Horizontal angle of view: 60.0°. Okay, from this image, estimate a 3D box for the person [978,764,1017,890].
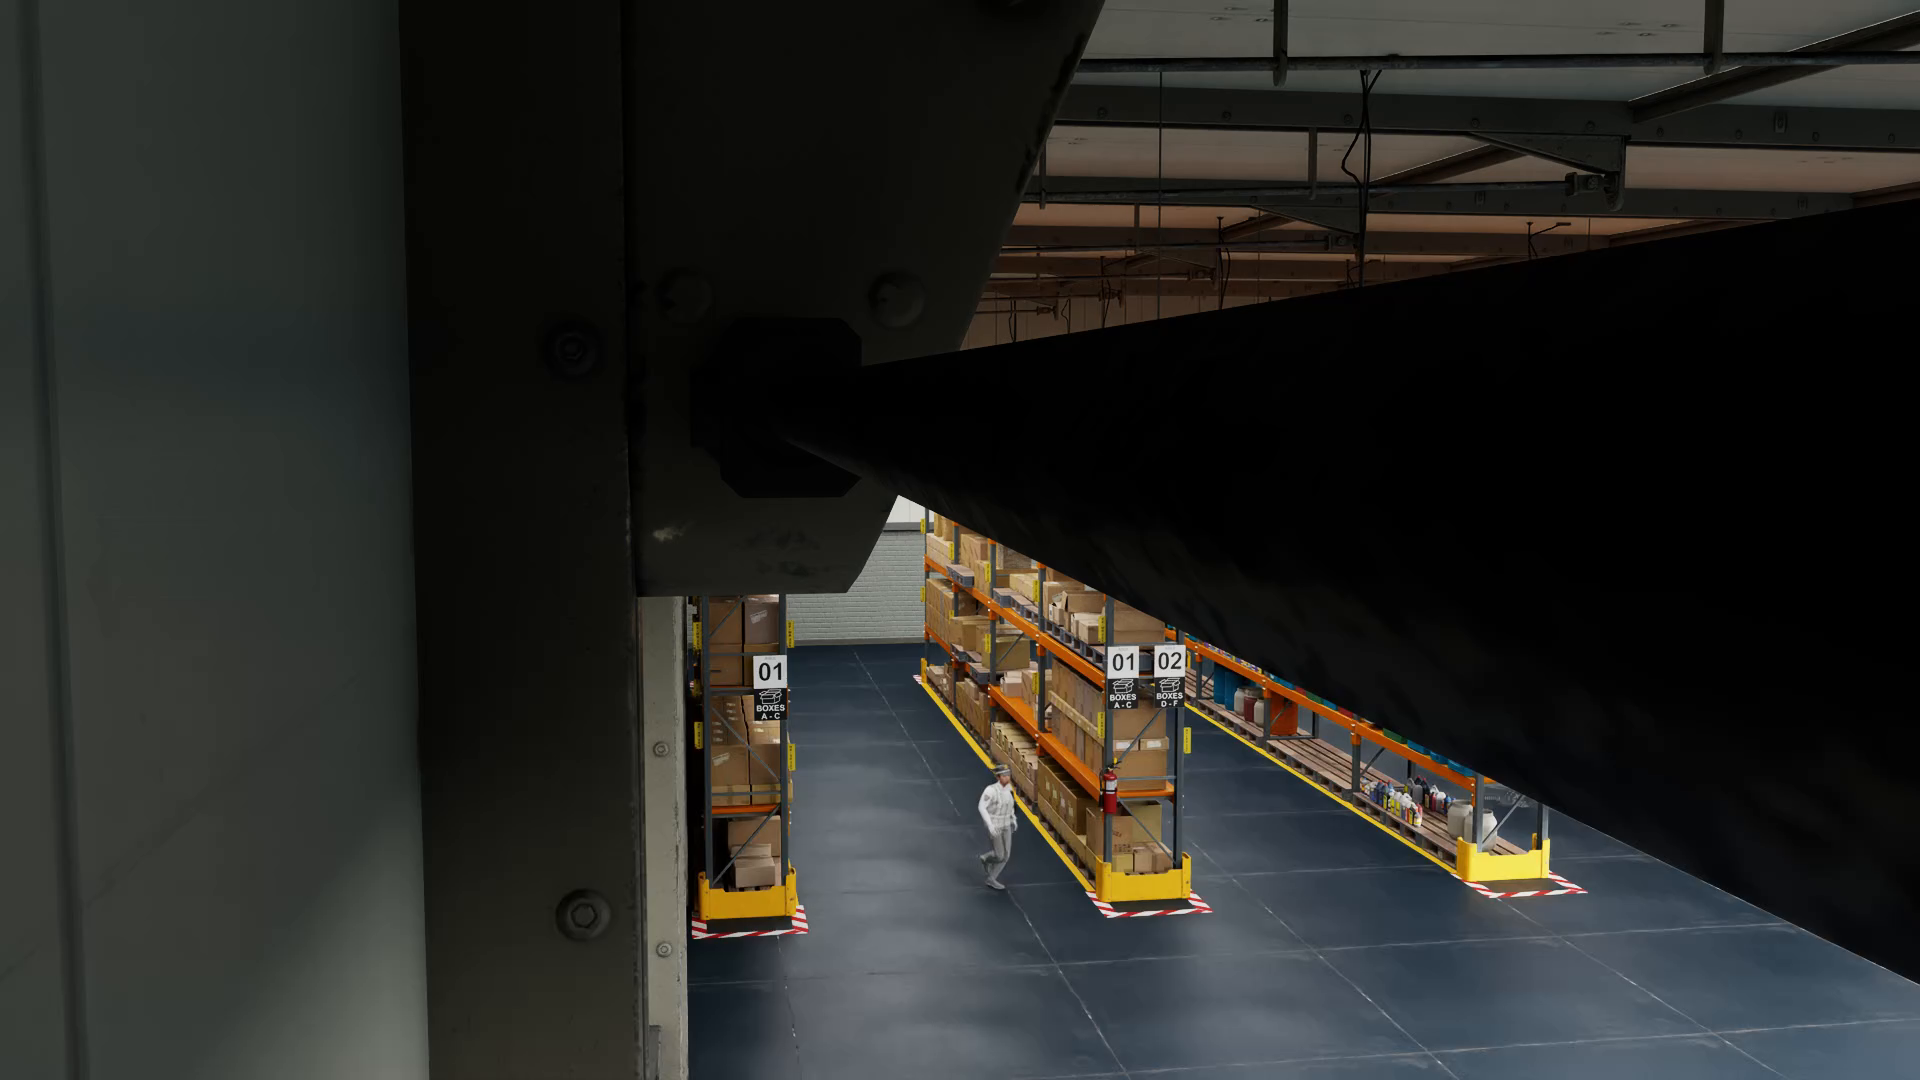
[{"bbox_3d":[0.449,3.654,21.348,0.618,1.619,0.522,-4,6,-38],"label":"person"}]

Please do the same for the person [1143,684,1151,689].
[{"bbox_3d":[3.589,2.642,33.026,0.658,1.630,0.828,1,5,7],"label":"person"}]

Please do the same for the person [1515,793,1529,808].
[{"bbox_3d":[8.735,3.434,25.097,0.545,1.356,0.912,-1,5,-9],"label":"person"}]
